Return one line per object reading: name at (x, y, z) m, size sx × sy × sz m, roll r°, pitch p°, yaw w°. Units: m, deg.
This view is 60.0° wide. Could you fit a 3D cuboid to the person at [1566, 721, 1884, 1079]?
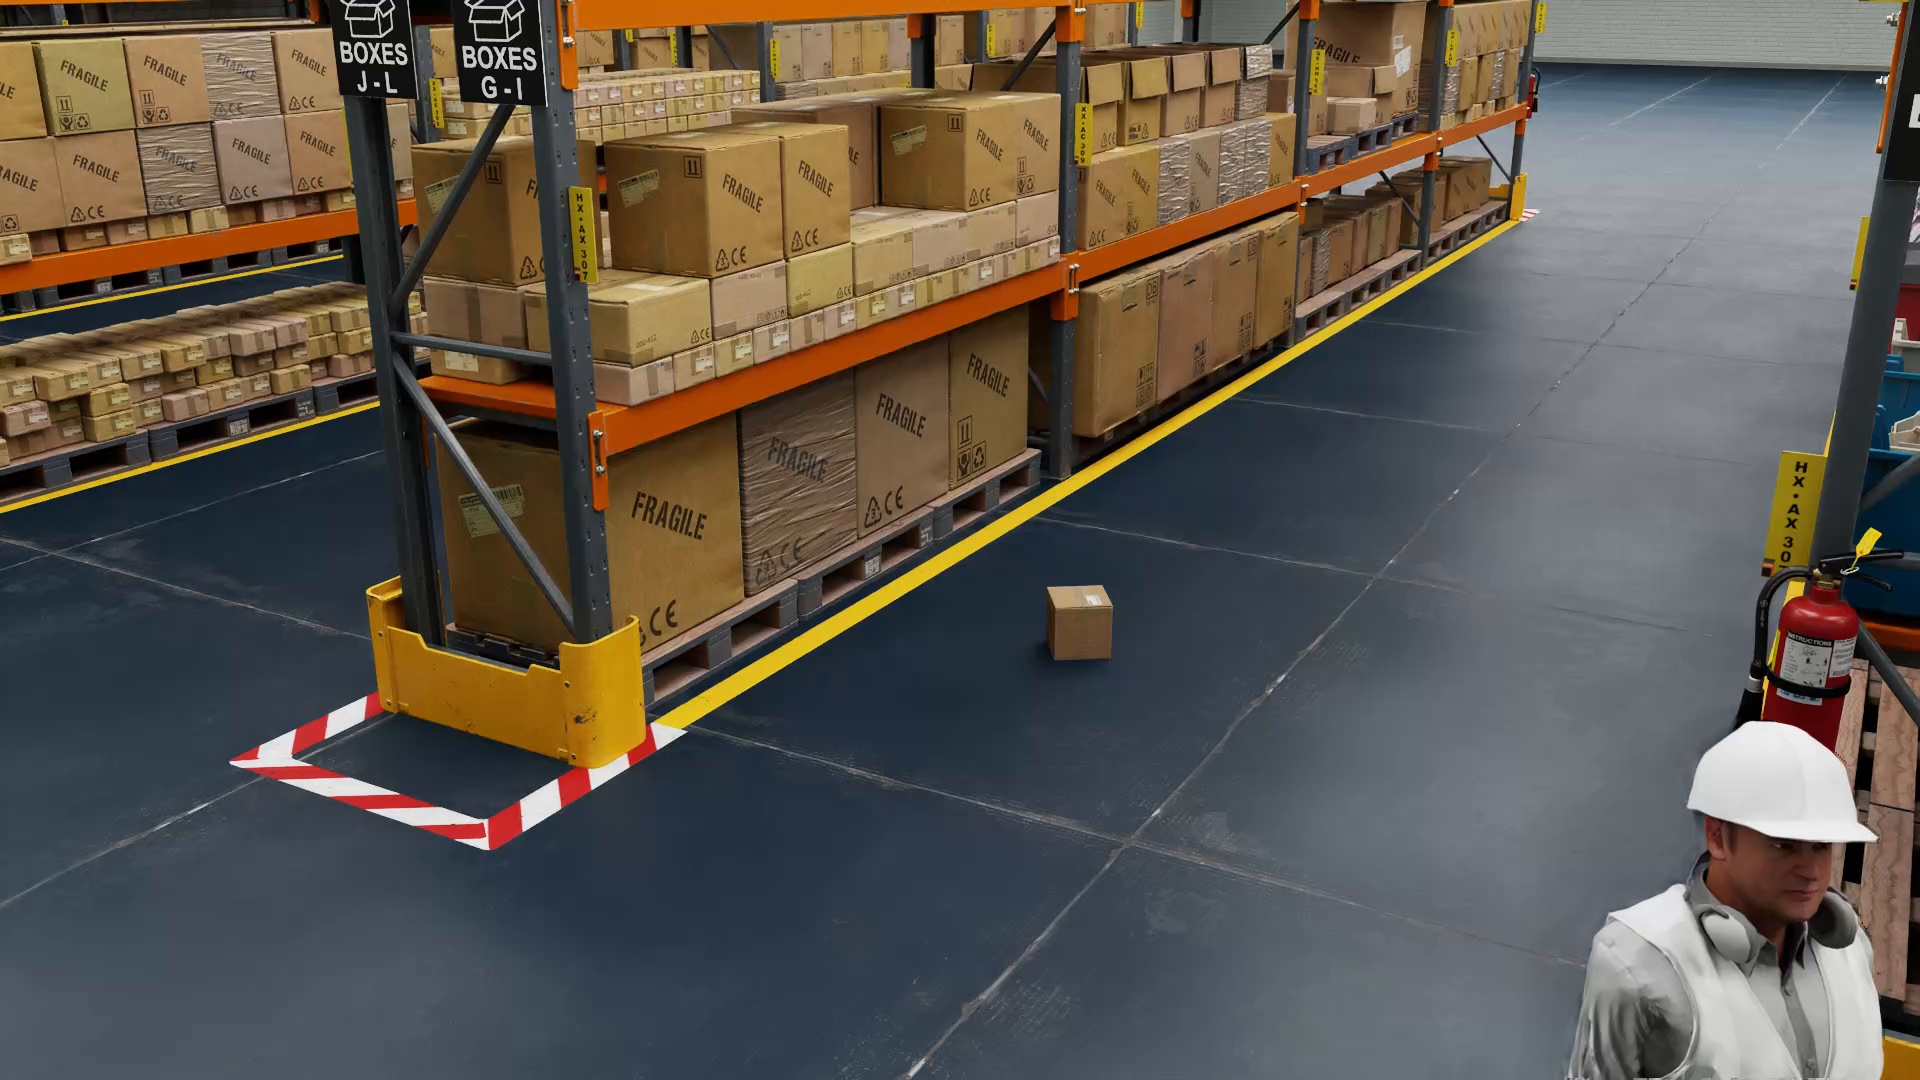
person at (1.225, 1.124, 2.774) m, size 0.542 × 1.756 × 0.696 m, roll -5°, pitch 20°, yaw -13°
